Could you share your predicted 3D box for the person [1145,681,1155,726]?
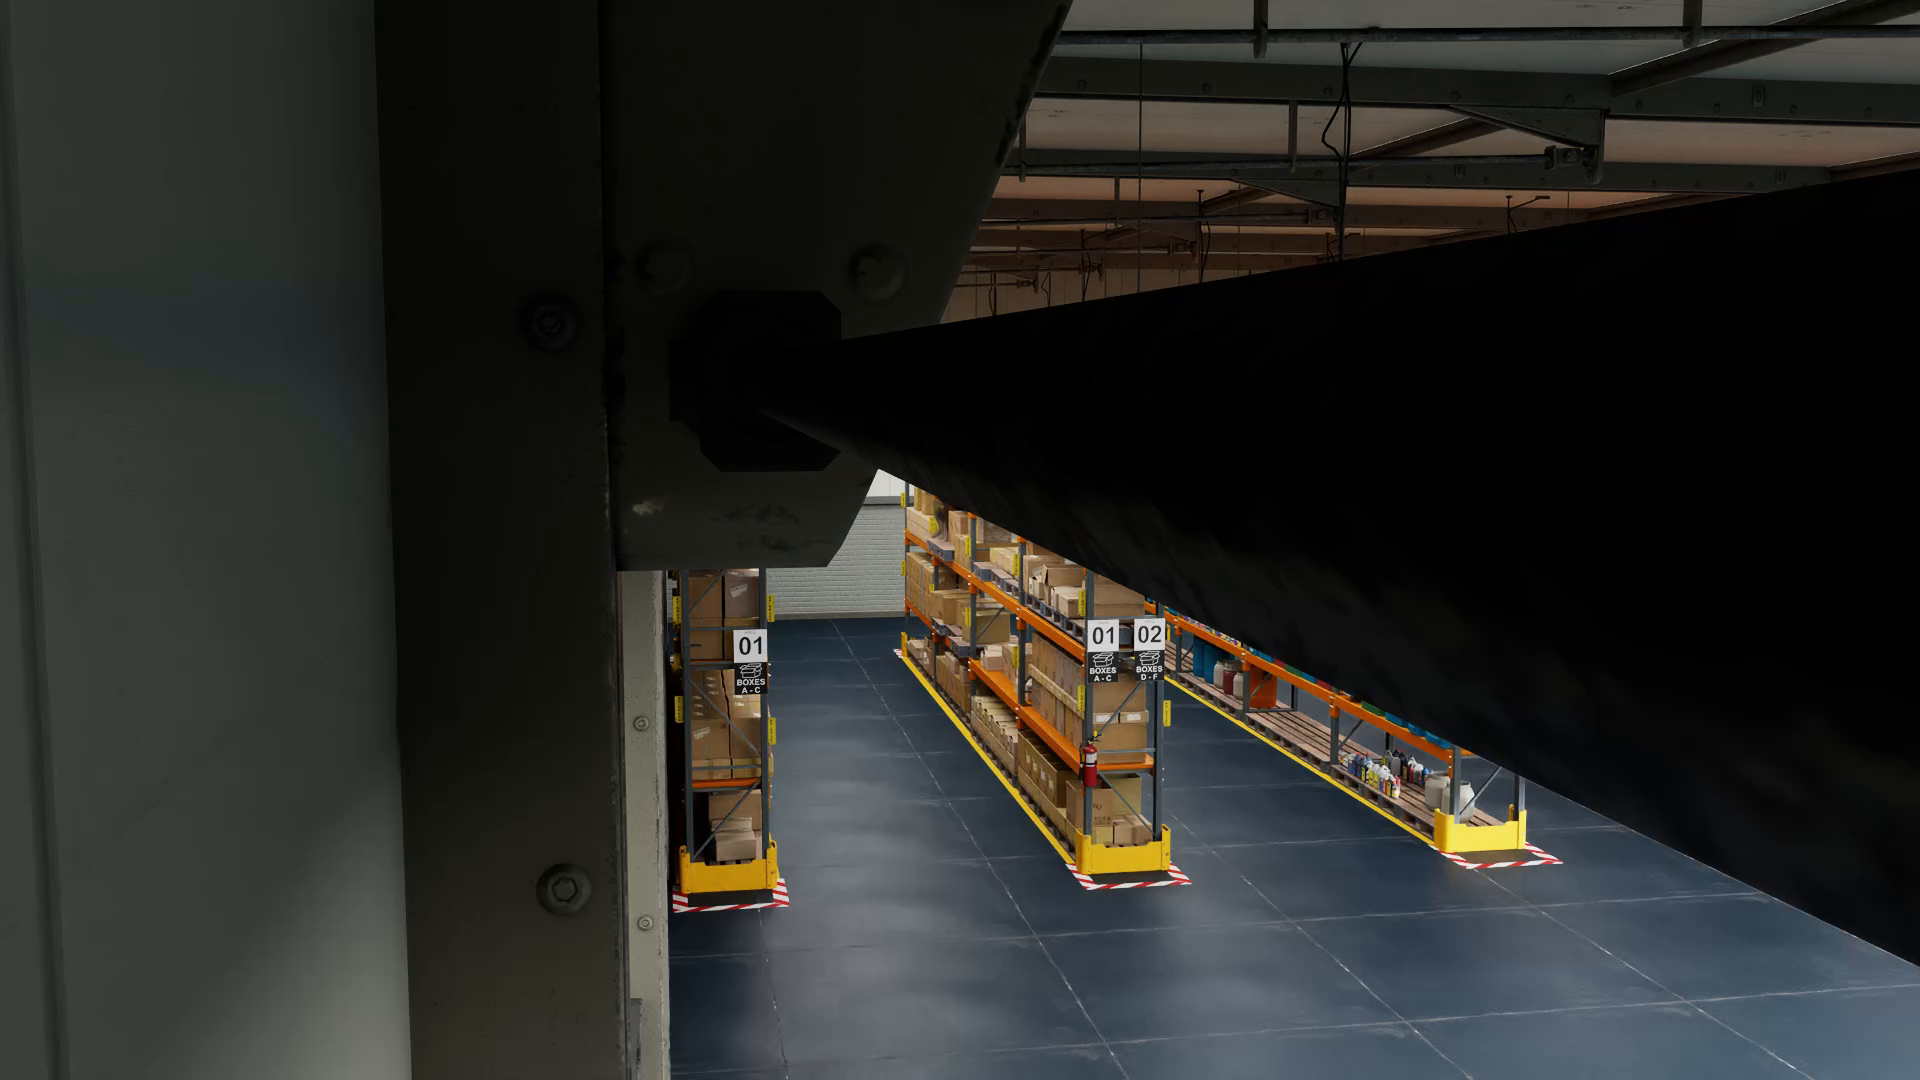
[{"bbox_3d":[2.934,2.716,27.354,0.563,1.618,0.697,-2,6,-20],"label":"person"}]
